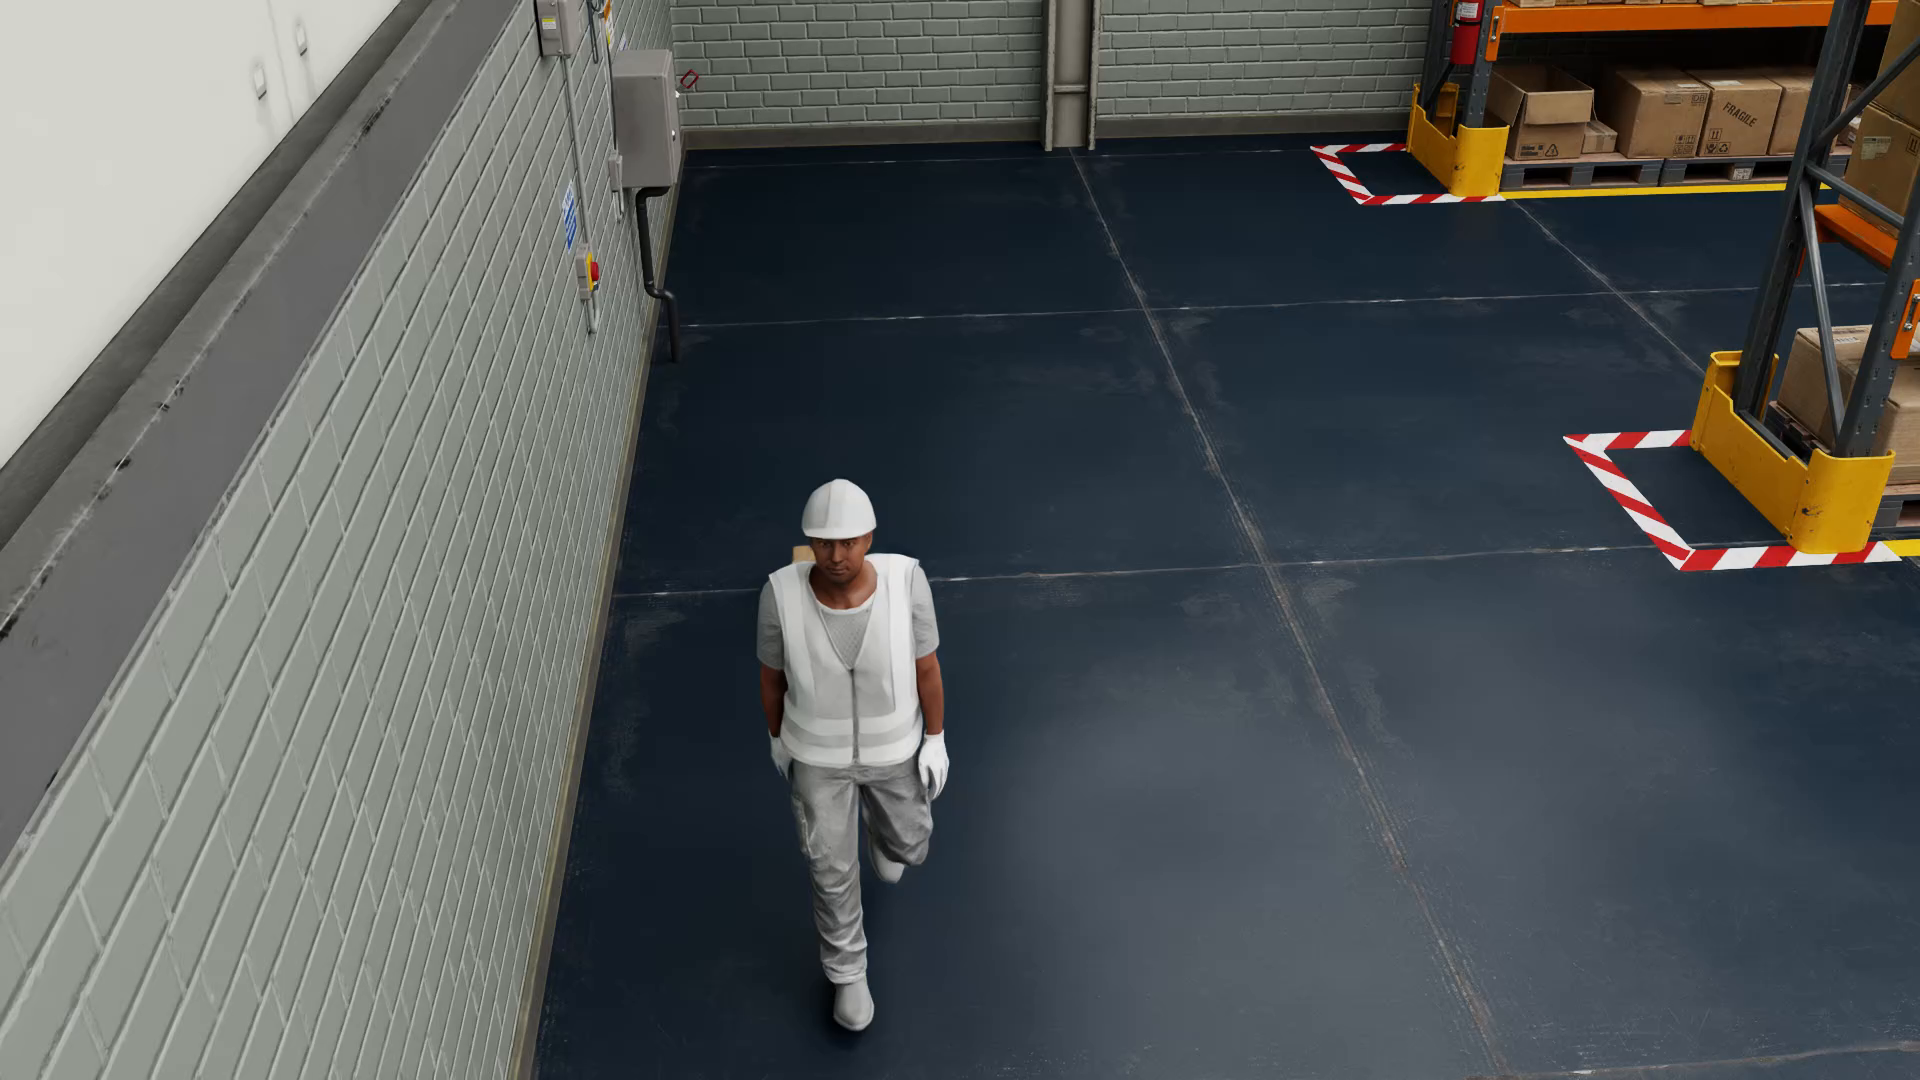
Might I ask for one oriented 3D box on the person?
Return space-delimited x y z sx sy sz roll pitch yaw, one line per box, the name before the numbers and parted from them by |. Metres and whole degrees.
person | -0.323 0.594 5.086 0.556 1.761 0.813 -5 31 -8
